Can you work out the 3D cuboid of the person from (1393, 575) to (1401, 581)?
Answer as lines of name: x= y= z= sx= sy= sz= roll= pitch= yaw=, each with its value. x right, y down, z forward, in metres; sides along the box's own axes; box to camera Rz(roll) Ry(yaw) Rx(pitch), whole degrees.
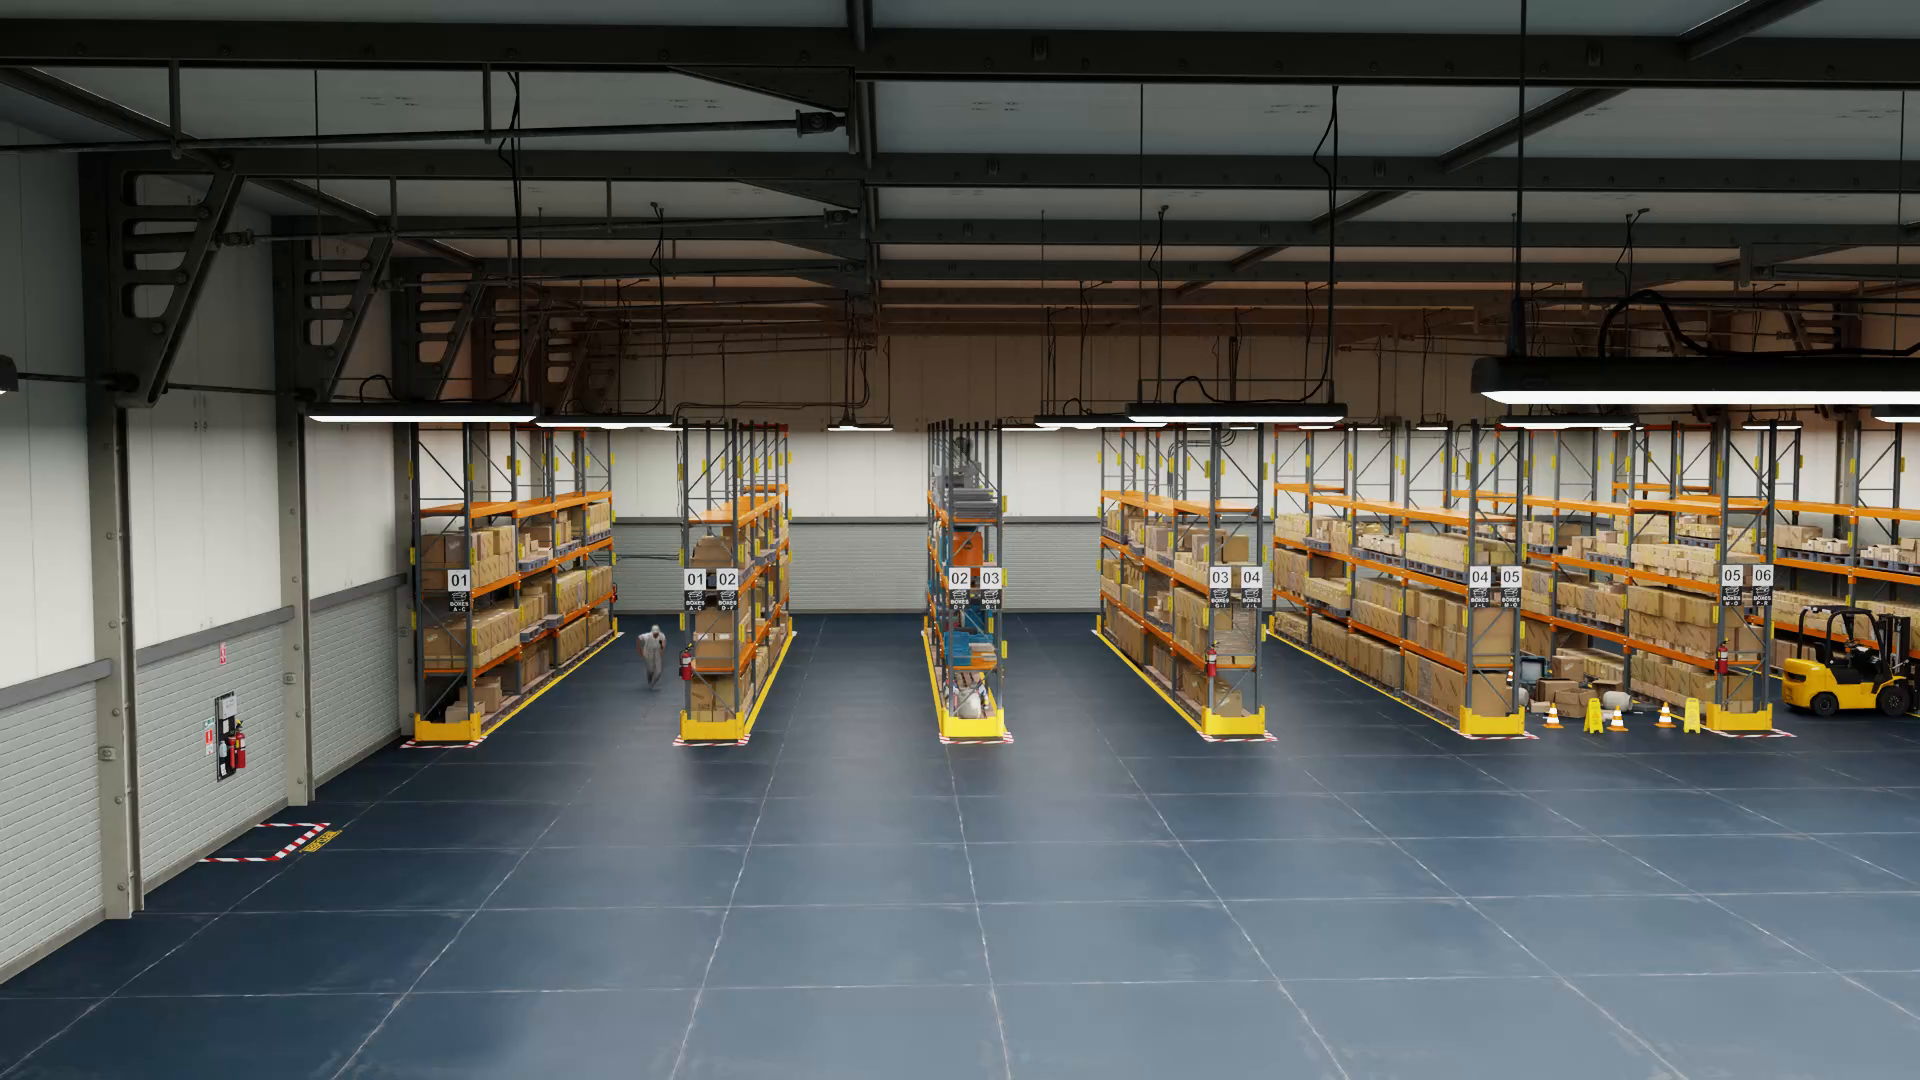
person: x=13.066 y=1.629 z=50.308 sx=0.703 sy=1.813 sz=0.634 roll=-2 pitch=4 yaw=-24

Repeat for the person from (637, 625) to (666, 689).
person: x=-6.851 y=2.619 z=36.981 sx=0.633 sy=1.491 sz=0.814 roll=-1 pitch=4 yaw=-22
